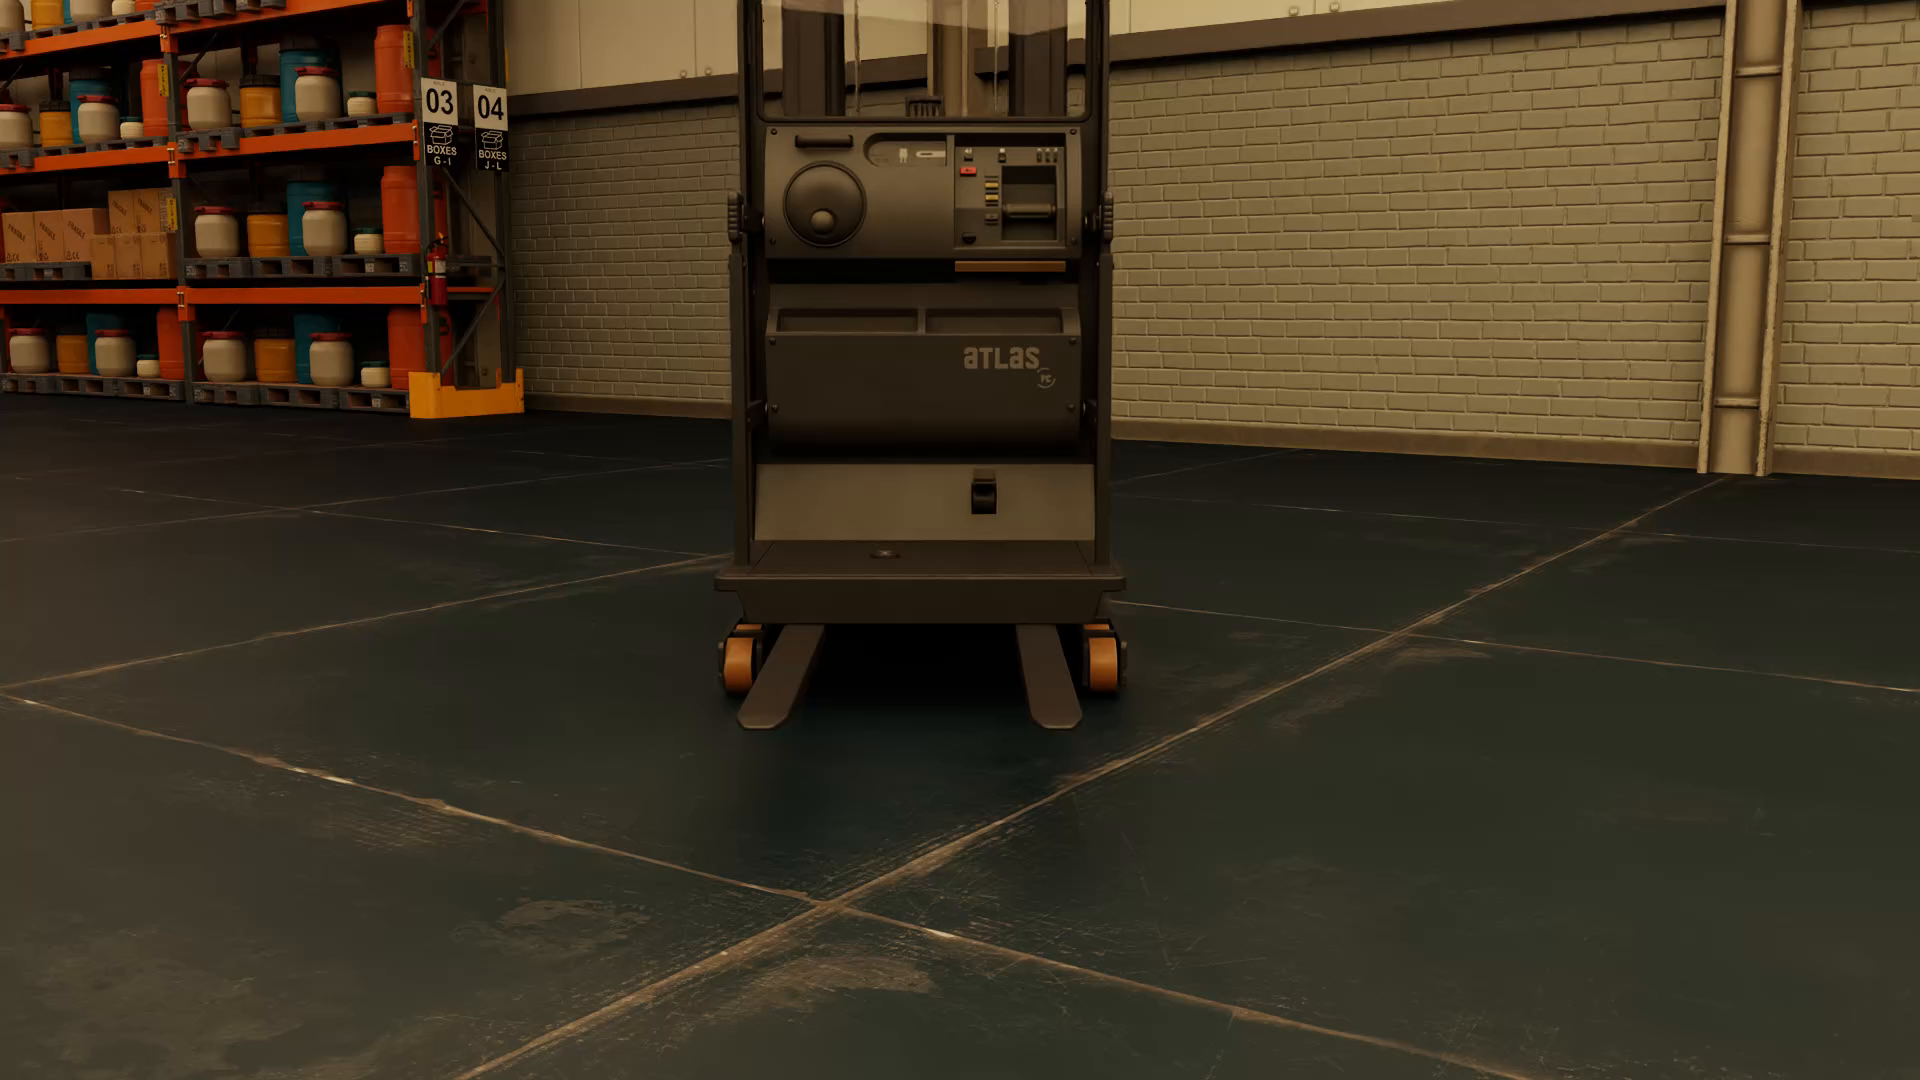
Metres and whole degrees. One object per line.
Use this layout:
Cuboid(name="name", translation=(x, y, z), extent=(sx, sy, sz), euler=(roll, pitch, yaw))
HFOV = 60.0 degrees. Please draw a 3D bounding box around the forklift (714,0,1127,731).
Cuboid(name="forklift", translation=(-0.105, -1.065, 4.681), extent=(1.130, 2.935, 3.031), euler=(0, 8, 0))
